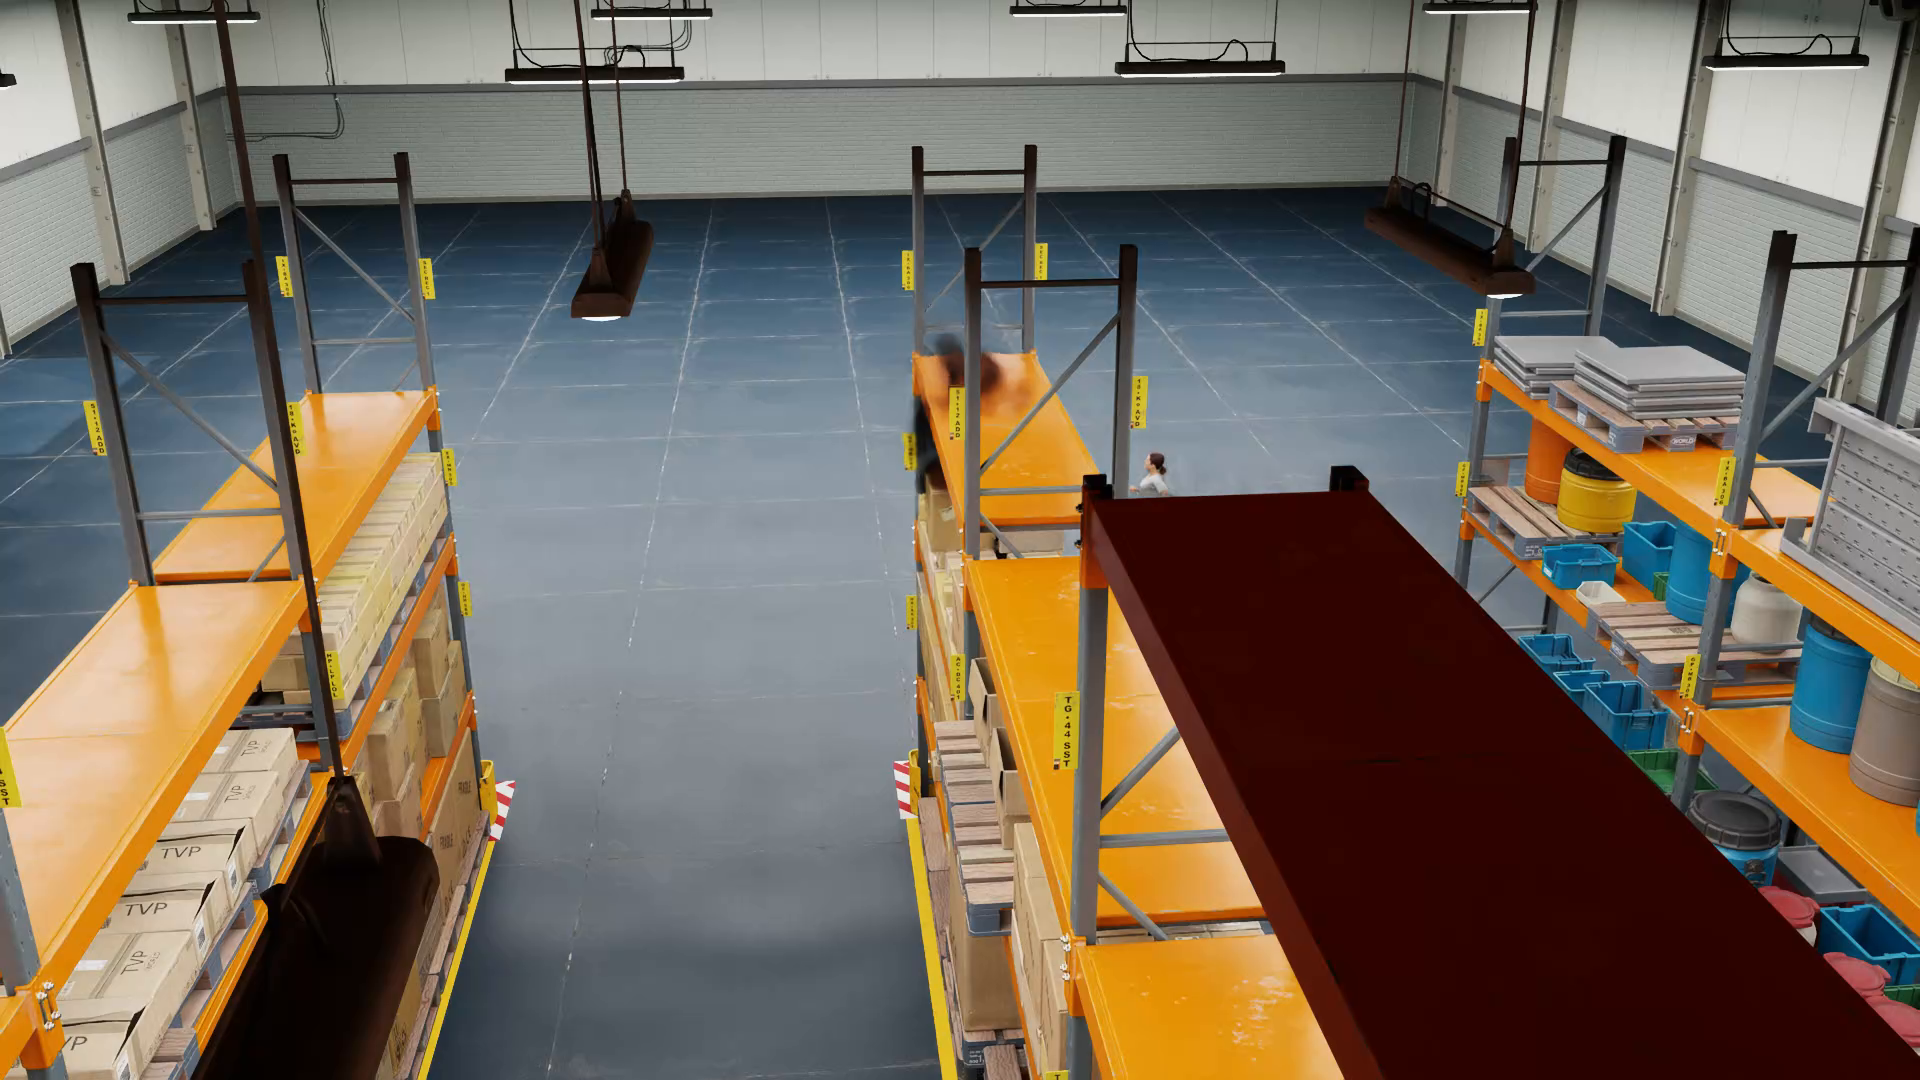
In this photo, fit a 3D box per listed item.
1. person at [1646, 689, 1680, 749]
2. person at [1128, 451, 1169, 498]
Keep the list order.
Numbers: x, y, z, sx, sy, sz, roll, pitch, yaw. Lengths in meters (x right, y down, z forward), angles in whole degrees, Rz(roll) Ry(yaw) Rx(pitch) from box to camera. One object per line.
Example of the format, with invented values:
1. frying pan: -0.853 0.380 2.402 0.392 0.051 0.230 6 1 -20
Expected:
1. person: 6.615 1.576 15.451 0.593 1.718 0.704 -9 23 -22
2. person: 2.303 -0.267 19.986 0.950 1.674 0.565 6 22 15
